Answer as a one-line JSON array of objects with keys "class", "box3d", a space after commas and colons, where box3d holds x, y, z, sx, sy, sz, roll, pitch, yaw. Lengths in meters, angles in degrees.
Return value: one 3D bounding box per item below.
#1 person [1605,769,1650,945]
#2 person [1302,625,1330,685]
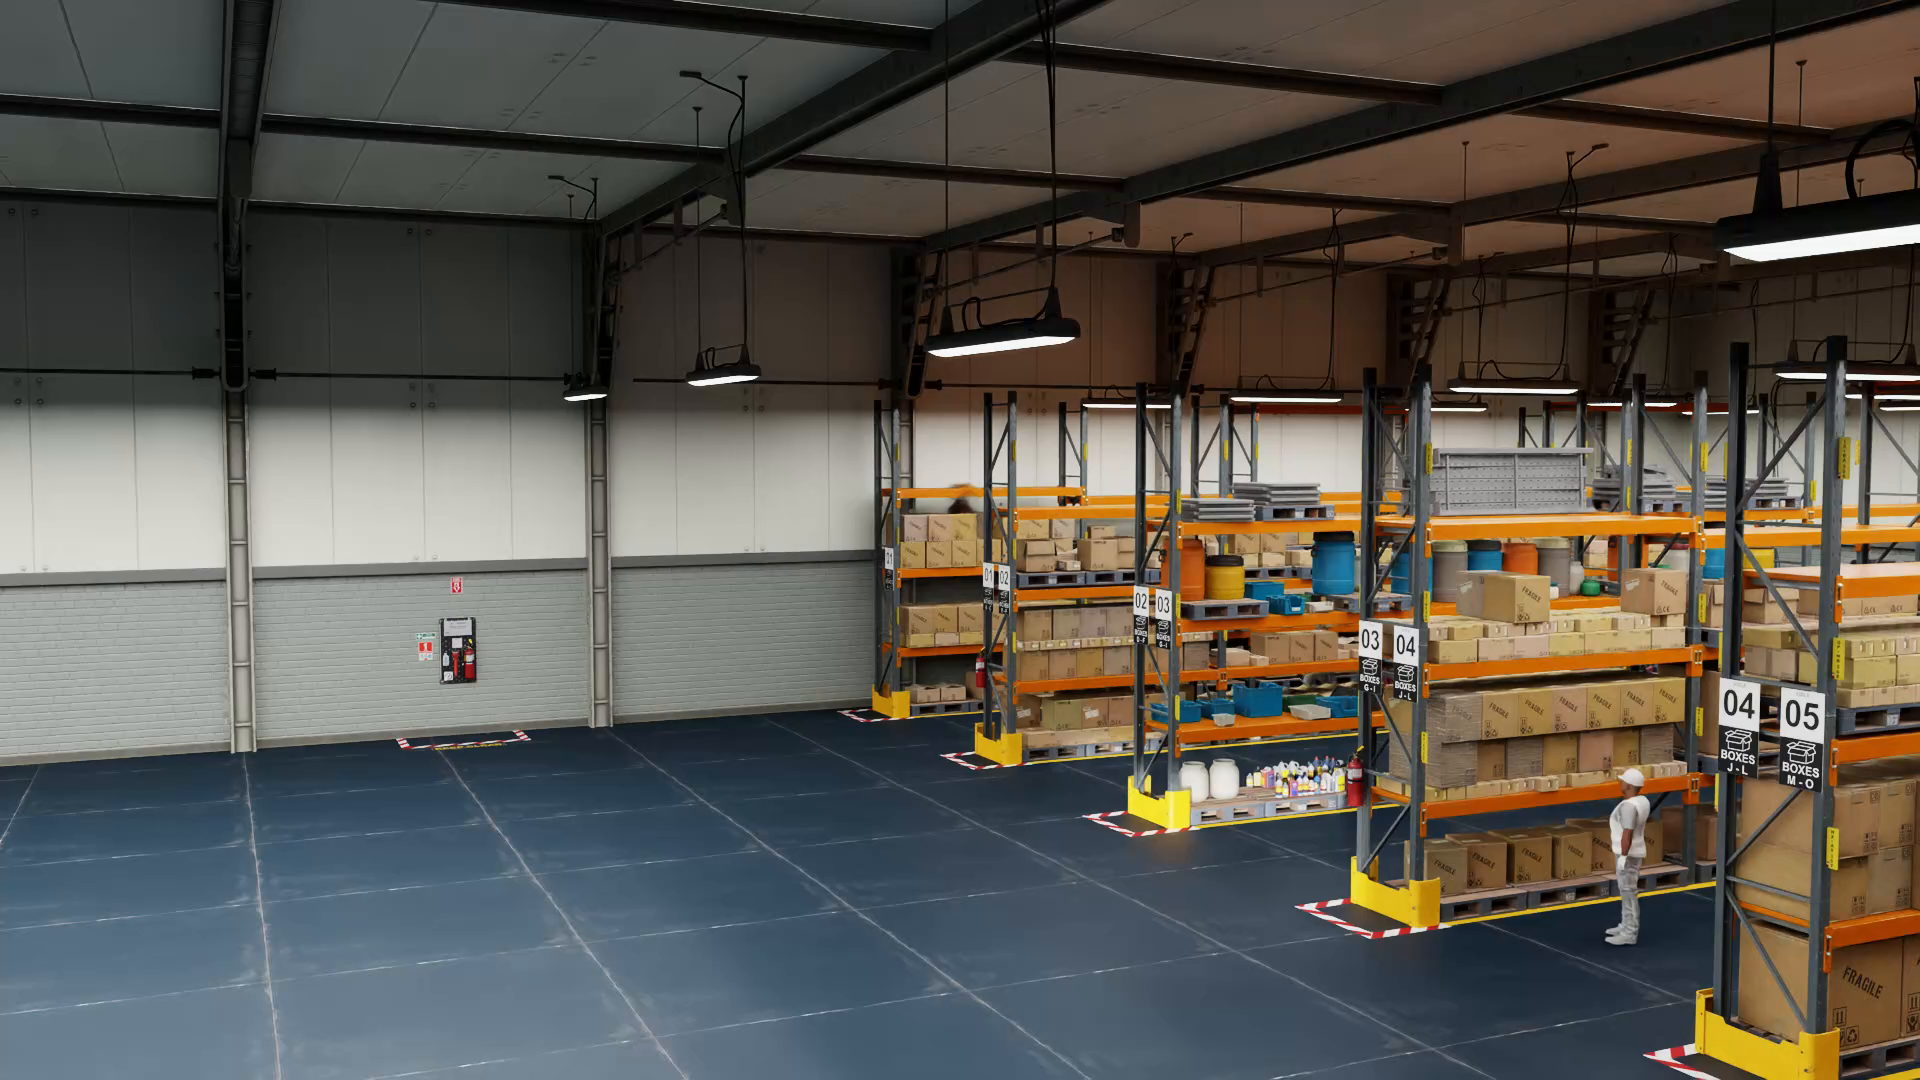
[{"class": "person", "box3d": [6.923, 3.257, 17.238, 0.414, 1.791, 0.605, 1, 4, 20]}, {"class": "person", "box3d": [6.892, 2.454, 32.047, 0.947, 1.793, 0.581, -1, 4, -24]}]
